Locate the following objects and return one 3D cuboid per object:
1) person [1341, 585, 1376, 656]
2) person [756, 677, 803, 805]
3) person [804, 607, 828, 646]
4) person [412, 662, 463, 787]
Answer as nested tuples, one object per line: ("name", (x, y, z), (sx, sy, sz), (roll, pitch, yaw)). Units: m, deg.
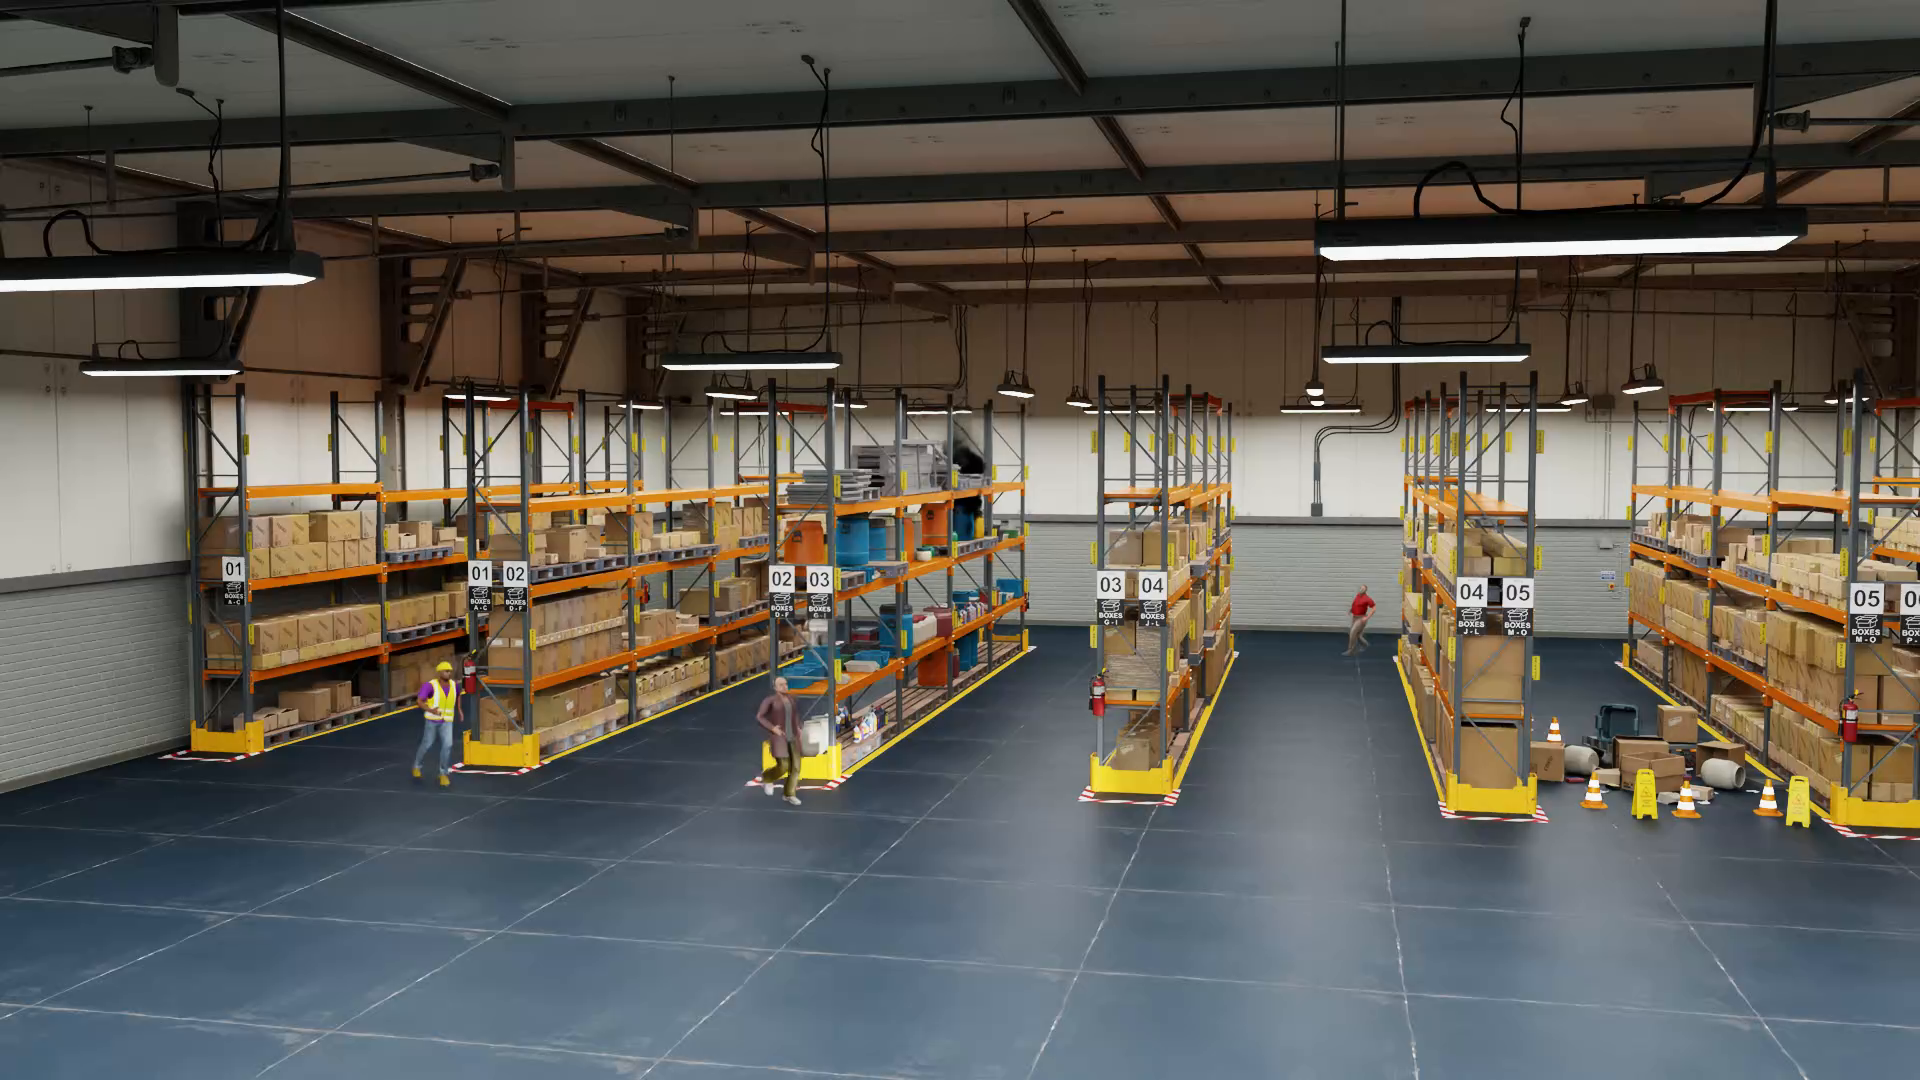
("person", (9.482, 1.904, 39.374), (0.828, 1.689, 0.722), (-1, 4, -24))
("person", (-2.510, 2.806, 23.342), (0.726, 1.761, 0.756), (-3, 4, -41))
("person", (-2.840, 1.862, 33.676), (0.674, 1.816, 0.882), (0, 3, 4))
("person", (-7.705, 2.706, 24.719), (0.761, 1.792, 0.824), (-3, 4, -40))
